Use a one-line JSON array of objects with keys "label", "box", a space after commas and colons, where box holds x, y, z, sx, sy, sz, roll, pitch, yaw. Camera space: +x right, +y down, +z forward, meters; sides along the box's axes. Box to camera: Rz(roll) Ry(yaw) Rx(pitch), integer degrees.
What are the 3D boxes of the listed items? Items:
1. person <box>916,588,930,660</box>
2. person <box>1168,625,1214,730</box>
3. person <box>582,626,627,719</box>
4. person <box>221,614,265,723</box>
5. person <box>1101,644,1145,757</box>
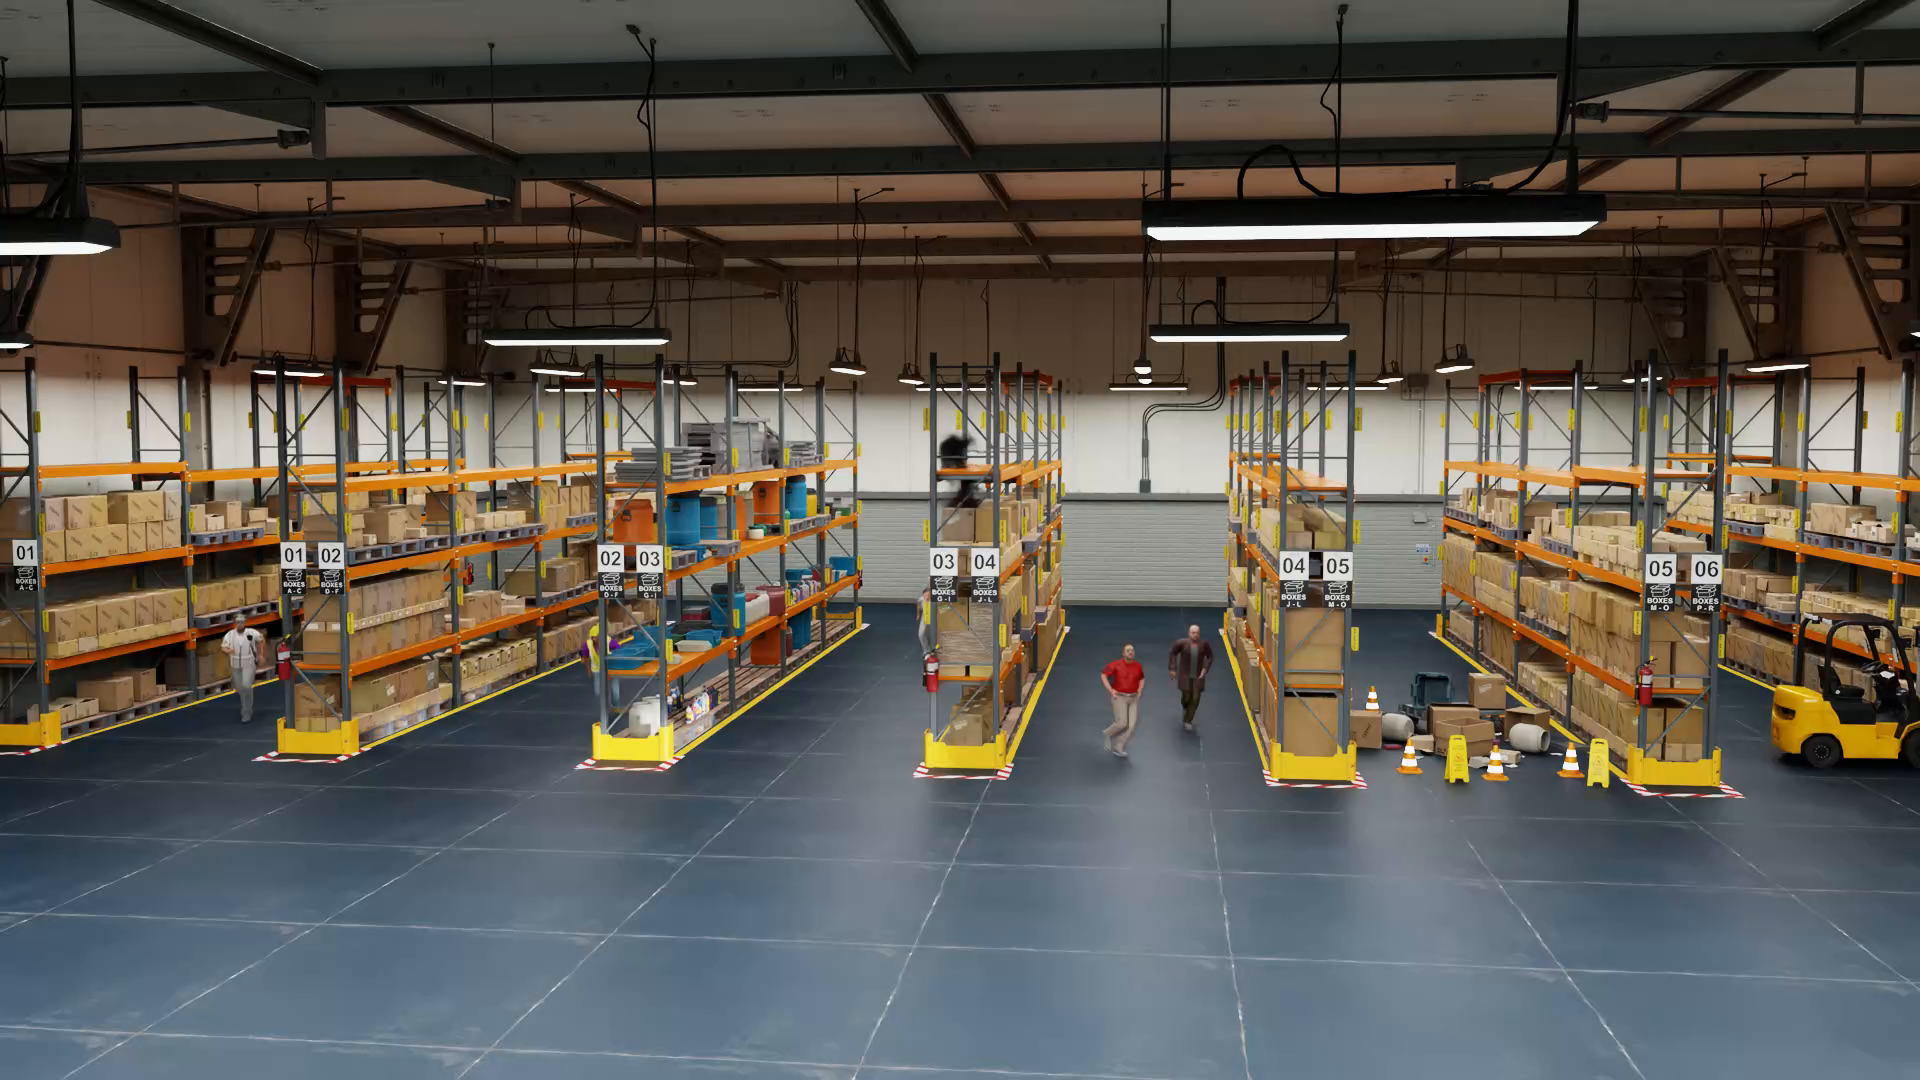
[{"label": "person", "box": [-0.632, 1.741, 35.258, 0.579, 1.529, 1.000, 1, 4, 13]}, {"label": "person", "box": [3.783, 2.227, 27.238, 0.703, 1.713, 0.715, 0, 4, -7]}, {"label": "person", "box": [-5.994, 2.217, 28.023, 0.715, 1.619, 0.915, -1, 4, -10]}, {"label": "person", "box": [-12.081, 2.145, 28.009, 0.612, 1.846, 0.875, 0, 4, -5]}, {"label": "person", "box": [2.487, 2.405, 24.959, 0.693, 1.671, 0.547, -2, 4, -24]}]
